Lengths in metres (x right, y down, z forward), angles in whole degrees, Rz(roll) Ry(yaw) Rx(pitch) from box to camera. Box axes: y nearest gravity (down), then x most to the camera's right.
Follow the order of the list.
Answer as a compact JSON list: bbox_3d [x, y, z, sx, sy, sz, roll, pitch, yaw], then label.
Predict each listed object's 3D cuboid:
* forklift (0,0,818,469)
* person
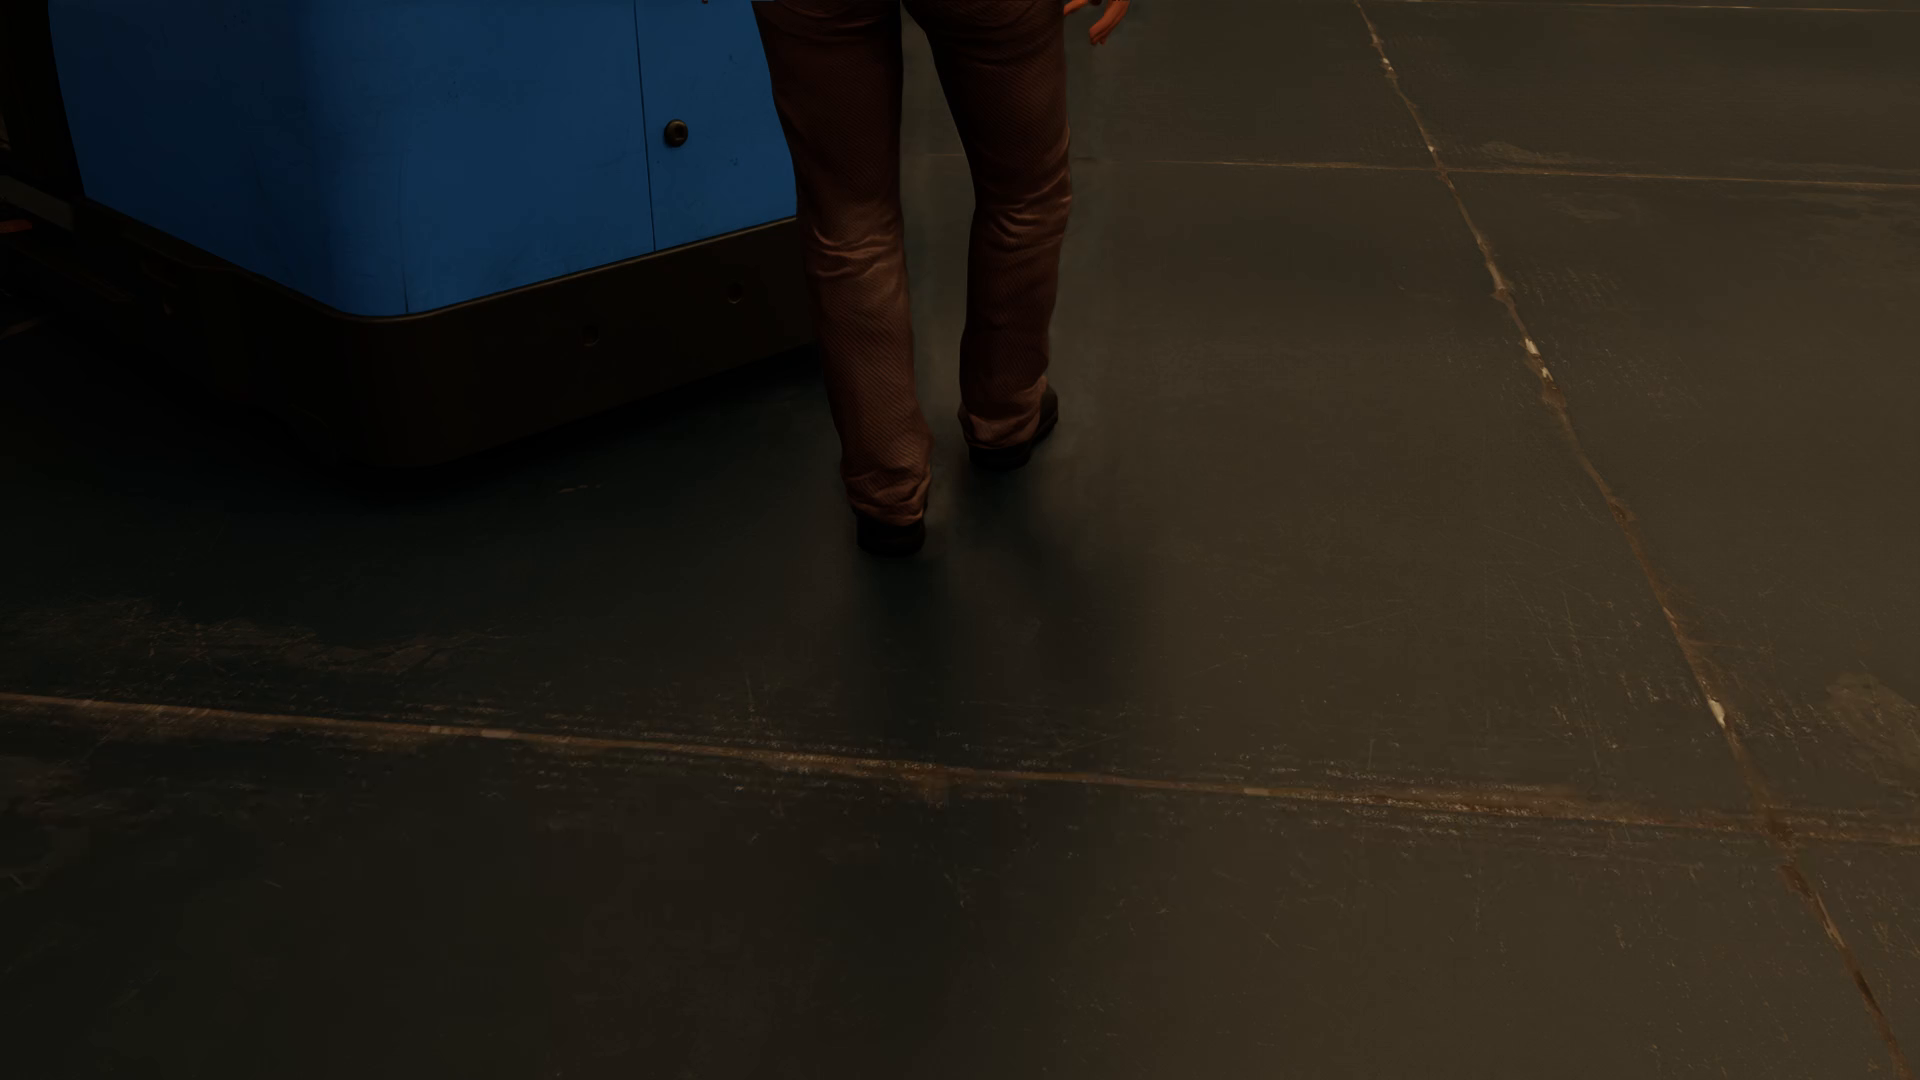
[{"bbox_3d":[-1.592,-1.972,3.170,3.031,2.935,1.130,23,35,38],"label":"forklift"},{"bbox_3d":[-0.097,-0.865,2.336,0.692,1.712,0.602,1,27,2],"label":"person"}]
